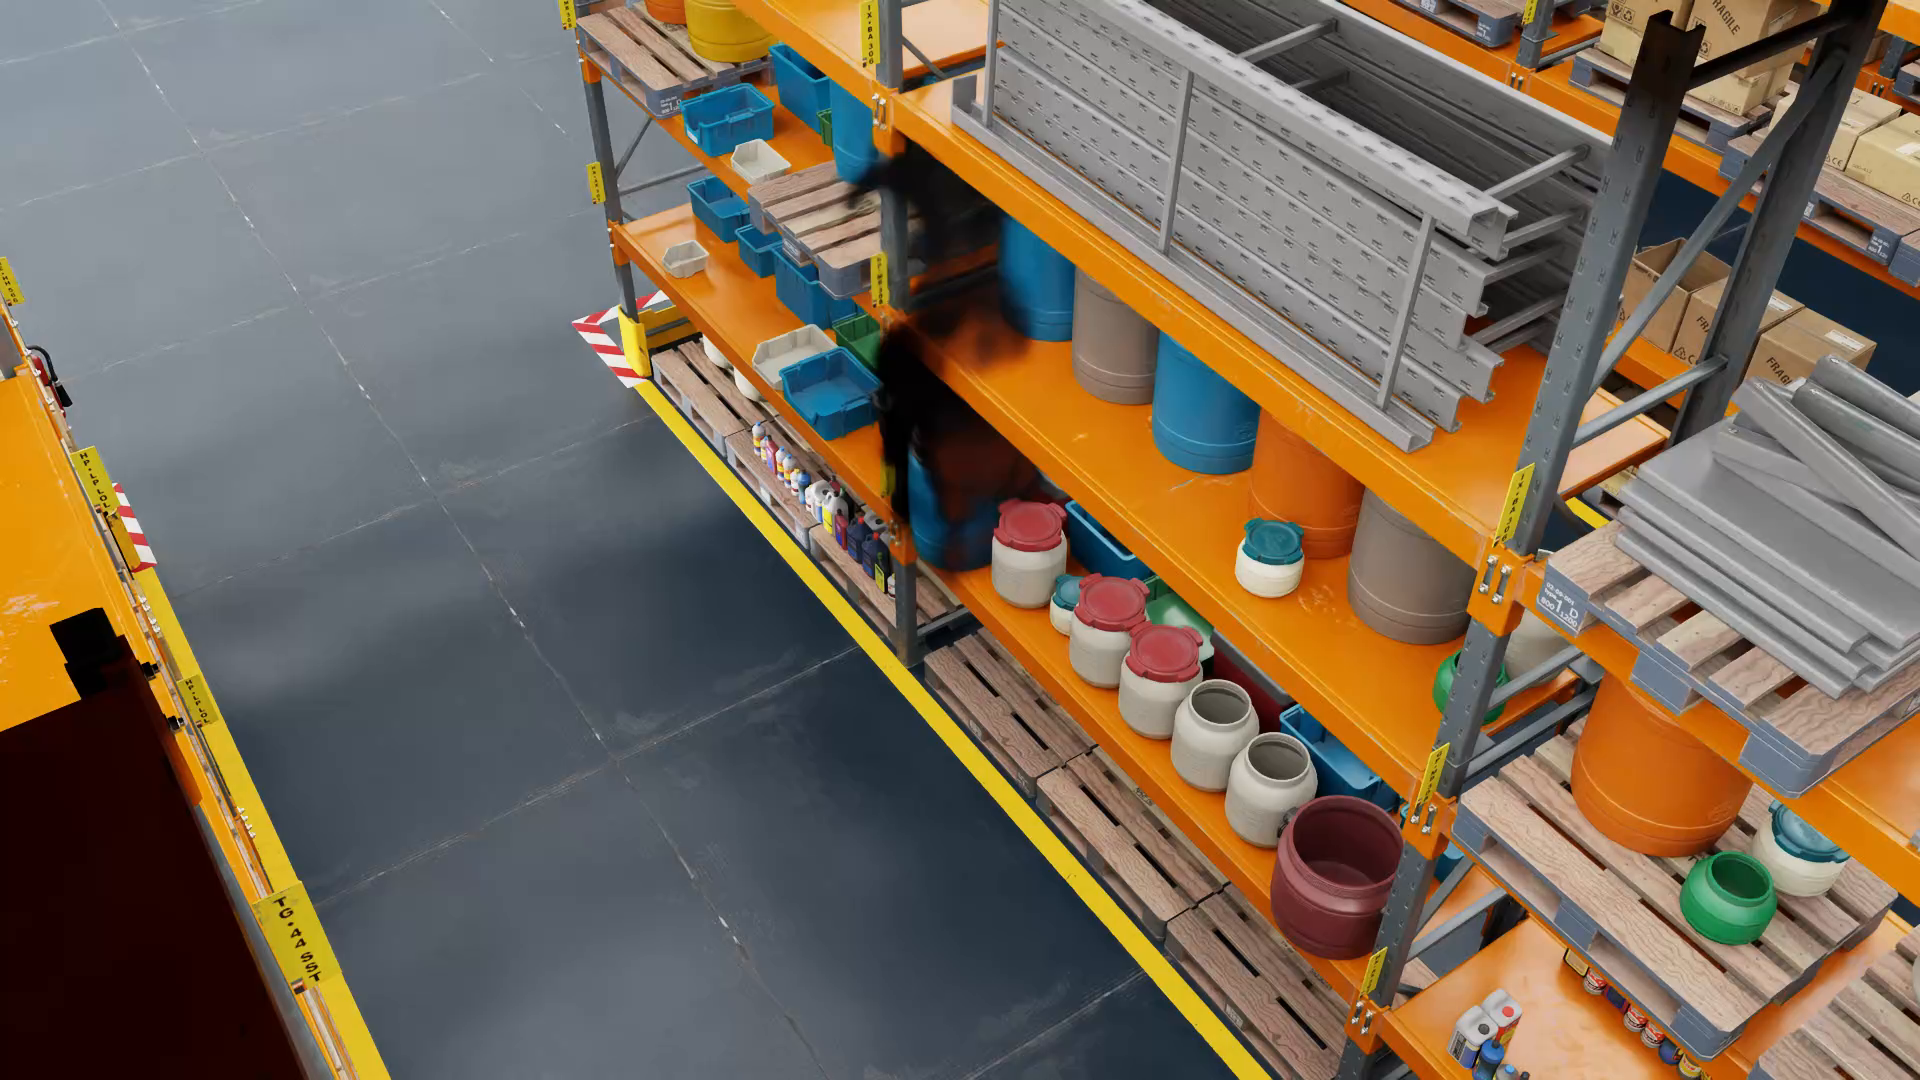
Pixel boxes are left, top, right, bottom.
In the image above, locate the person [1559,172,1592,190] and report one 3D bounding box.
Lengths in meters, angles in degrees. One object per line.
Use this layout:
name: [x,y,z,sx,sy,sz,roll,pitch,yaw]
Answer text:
person: [5.140,-2.982,13.806,0.536,1.609,0.875,-29,50,-28]
